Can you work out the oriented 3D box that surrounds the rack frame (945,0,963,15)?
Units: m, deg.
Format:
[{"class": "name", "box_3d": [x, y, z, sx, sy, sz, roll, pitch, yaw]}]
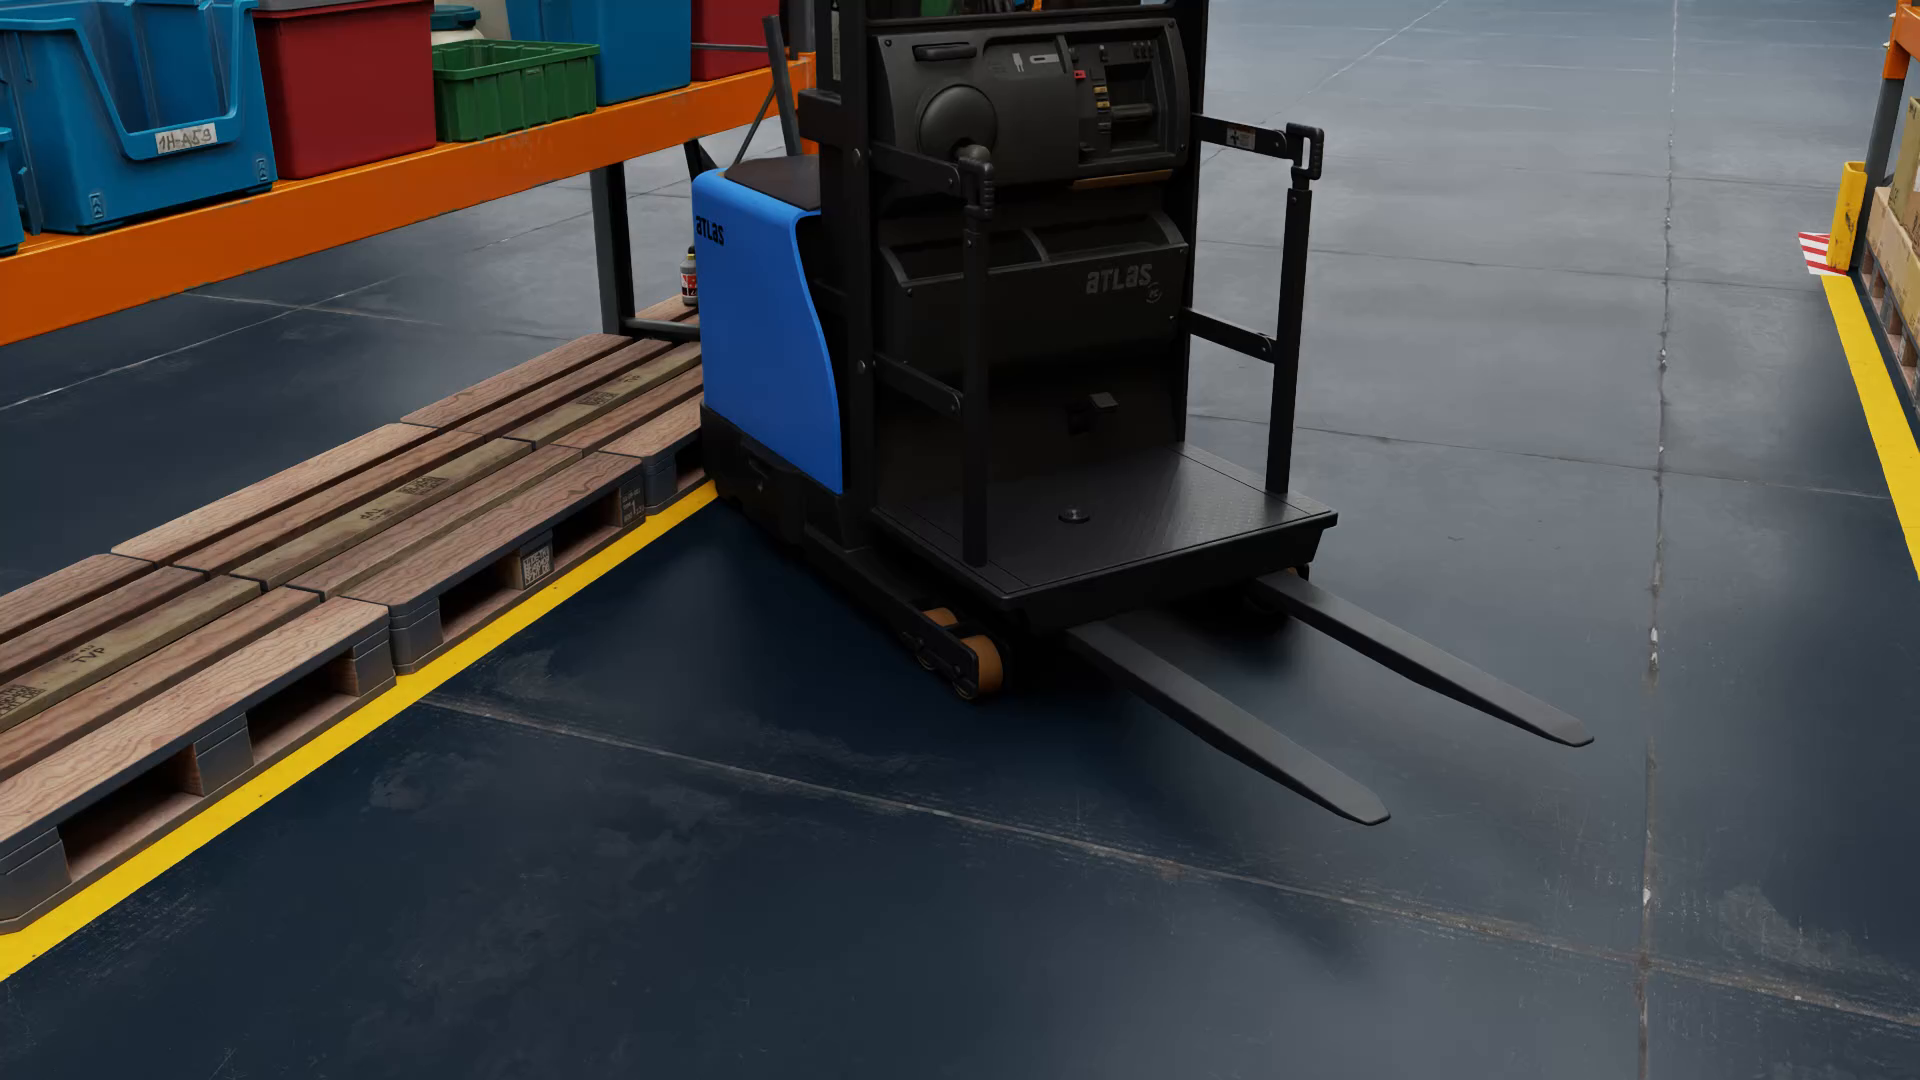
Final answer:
[{"class": "rack frame", "box_3d": [-0.115, -1.510, 6.333, 0.500, 1.500, 0.032, 13, 36, 32]}]

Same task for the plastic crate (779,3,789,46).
[{"class": "plastic crate", "box_3d": [-0.675, -2.172, 6.638, 0.767, 0.338, 0.504, 9, 24, 20]}]

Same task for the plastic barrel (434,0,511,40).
[{"class": "plastic barrel", "box_3d": [-1.546, -1.783, 5.451, 0.433, 0.535, 0.433, 0, 23, 0]}]

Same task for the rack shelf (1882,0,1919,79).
[{"class": "rack shelf", "box_3d": [4.353, -1.705, 6.372, 1.077, 0.370, 4.000, 9, 24, 20]}]

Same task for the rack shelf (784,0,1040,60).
[{"class": "rack shelf", "box_3d": [-0.244, -2.415, 8.073, 1.077, 0.370, 4.000, 9, 24, 20]}]

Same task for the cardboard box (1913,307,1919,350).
[{"class": "cardboard box", "box_3d": [3.947, -0.802, 6.300, 0.500, 0.250, 0.500, 9, 24, 20]}]

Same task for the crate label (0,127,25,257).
[{"class": "crate label", "box_3d": [-1.968, -0.620, 3.059, 0.303, 0.233, 0.416, 9, 24, 20]}]

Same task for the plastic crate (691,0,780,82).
[{"class": "plastic crate", "box_3d": [-0.883, -1.844, 5.689, 0.402, 0.464, 0.583, 9, 24, 20]}]

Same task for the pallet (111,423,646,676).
[{"class": "pallet", "box_3d": [-1.694, -0.020, 5.024, 1.003, 0.211, 1.213, 9, 24, 20]}]

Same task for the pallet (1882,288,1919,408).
[{"class": "pallet", "box_3d": [4.396, -0.751, 6.774, 1.003, 0.211, 1.213, 9, 24, 20]}]

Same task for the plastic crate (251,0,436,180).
[{"class": "plastic crate", "box_3d": [-1.589, -1.164, 4.062, 0.402, 0.464, 0.583, 9, 24, 20]}]

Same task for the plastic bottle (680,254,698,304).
[{"class": "plastic bottle", "box_3d": [-1.142, -1.118, 7.094, 0.097, 0.201, 0.097, 0, 23, 0]}]

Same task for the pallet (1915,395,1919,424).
[{"class": "pallet", "box_3d": [3.945, -0.313, 5.725, 1.003, 0.211, 1.213, 9, 24, 20]}]

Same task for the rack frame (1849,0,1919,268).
[{"class": "rack frame", "box_3d": [5.096, -2.752, 7.947, 1.000, 3.000, 0.127, 9, 24, 20]}]

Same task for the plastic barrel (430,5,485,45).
[{"class": "plastic barrel", "box_3d": [-1.621, -1.516, 5.167, 0.301, 0.262, 0.301, 0, 23, 0]}]

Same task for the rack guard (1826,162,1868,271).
[{"class": "rack guard", "box_3d": [5.105, -1.607, 8.450, 1.175, 0.500, 0.348, 9, 24, 20]}]

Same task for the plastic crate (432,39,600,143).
[{"class": "plastic crate", "box_3d": [-1.372, -1.270, 4.673, 0.450, 0.188, 0.662, 9, 24, 20]}]

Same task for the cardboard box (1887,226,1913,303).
[{"class": "cardboard box", "box_3d": [4.322, -1.159, 7.155, 0.500, 0.250, 0.500, 9, 24, 20]}]

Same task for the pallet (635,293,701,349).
[{"class": "pallet", "box_3d": [-0.699, -0.979, 7.320, 1.003, 0.211, 1.213, 9, 24, 20]}]

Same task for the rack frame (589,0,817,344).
[{"class": "rack frame", "box_3d": [-0.987, -2.031, 6.221, 1.000, 3.000, 0.127, 9, 24, 20]}]

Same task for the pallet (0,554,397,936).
[{"class": "pallet", "box_3d": [-2.149, 0.415, 3.982, 1.003, 0.211, 1.213, 9, 24, 20]}]

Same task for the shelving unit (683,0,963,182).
[{"class": "shelving unit", "box_3d": [-0.403, -1.262, 5.982, 0.587, 1.500, 1.083, 13, 36, 32]}]

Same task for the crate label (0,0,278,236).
[{"class": "crate label", "box_3d": [-1.853, -0.933, 3.546, 0.502, 0.435, 0.616, 9, 24, 20]}]

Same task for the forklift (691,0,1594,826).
[{"class": "forklift", "box_3d": [0.323, -1.146, 4.191, 1.130, 2.935, 3.031, -13, 26, -28]}]

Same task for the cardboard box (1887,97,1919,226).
[{"class": "cardboard box", "box_3d": [4.507, -1.684, 7.440, 0.500, 0.500, 0.500, 9, 24, 20]}]

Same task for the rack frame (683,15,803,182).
[{"class": "rack frame", "box_3d": [-0.681, -1.023, 5.644, 0.500, 1.500, 0.032, 13, 36, 32]}]

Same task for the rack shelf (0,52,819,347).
[{"class": "rack shelf", "box_3d": [-1.730, -0.984, 4.647, 1.077, 0.370, 4.000, 9, 24, 20]}]

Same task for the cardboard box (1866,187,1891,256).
[{"class": "cardboard box", "box_3d": [4.691, -1.517, 8.013, 0.500, 0.250, 0.500, 9, 24, 20]}]

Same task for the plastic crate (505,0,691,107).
[{"class": "plastic crate", "box_3d": [-1.108, -1.585, 5.173, 0.392, 0.384, 0.575, 9, 24, 20]}]

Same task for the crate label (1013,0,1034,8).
[{"class": "crate label", "box_3d": [0.066, -2.782, 7.972, 0.502, 0.435, 0.616, 9, 24, 20]}]

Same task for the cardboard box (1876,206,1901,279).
[{"class": "cardboard box", "box_3d": [4.508, -1.338, 7.583, 0.500, 0.250, 0.500, 9, 24, 20]}]

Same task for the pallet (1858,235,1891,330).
[{"class": "pallet", "box_3d": [4.851, -1.186, 7.815, 1.003, 0.211, 1.213, 9, 24, 20]}]

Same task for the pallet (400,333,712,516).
[{"class": "pallet", "box_3d": [-1.243, -0.458, 6.073, 1.003, 0.211, 1.213, 9, 24, 20]}]

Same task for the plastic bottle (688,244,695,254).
[{"class": "plastic bottle", "box_3d": [-1.115, -1.200, 7.185, 0.061, 0.283, 0.133, 10, 25, 23]}]

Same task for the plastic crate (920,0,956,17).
[{"class": "plastic crate", "box_3d": [-0.221, -2.379, 7.328, 0.450, 0.188, 0.662, 9, 24, 20]}]

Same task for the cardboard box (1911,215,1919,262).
[{"class": "cardboard box", "box_3d": [4.131, -1.327, 6.584, 0.500, 0.500, 0.500, 9, 24, 20]}]

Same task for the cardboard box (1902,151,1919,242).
[{"class": "cardboard box", "box_3d": [4.333, -1.503, 7.007, 0.500, 0.500, 0.500, 9, 24, 20]}]

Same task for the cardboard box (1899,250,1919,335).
[{"class": "cardboard box", "box_3d": [4.132, -0.981, 6.729, 0.500, 0.250, 0.500, 9, 24, 20]}]
